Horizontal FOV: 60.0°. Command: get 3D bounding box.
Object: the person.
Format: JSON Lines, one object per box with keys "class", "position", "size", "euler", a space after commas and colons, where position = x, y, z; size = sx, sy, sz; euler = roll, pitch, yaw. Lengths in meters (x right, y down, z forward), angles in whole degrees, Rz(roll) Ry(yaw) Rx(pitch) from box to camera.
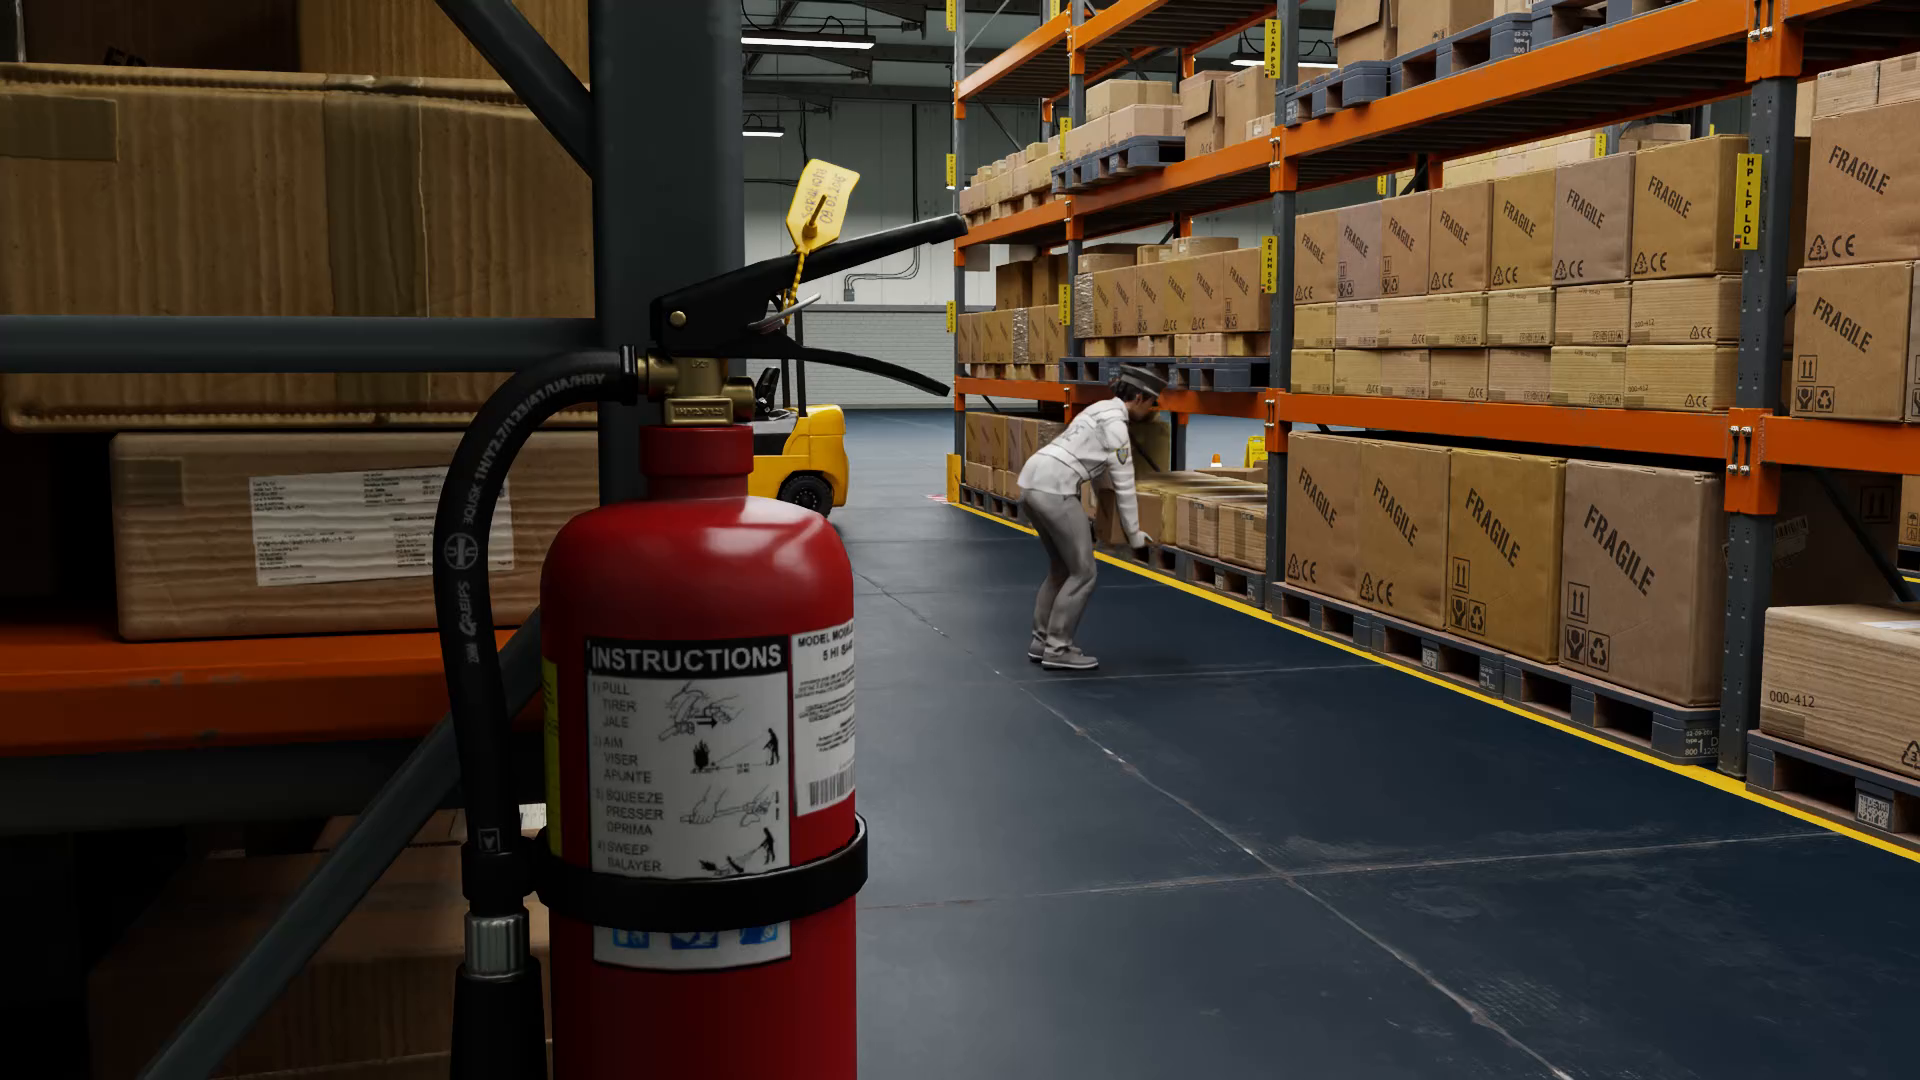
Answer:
{"class": "person", "position": [0.657, -0.120, 8.184], "size": [0.756, 1.474, 0.414], "euler": [-2, 6, -15]}
